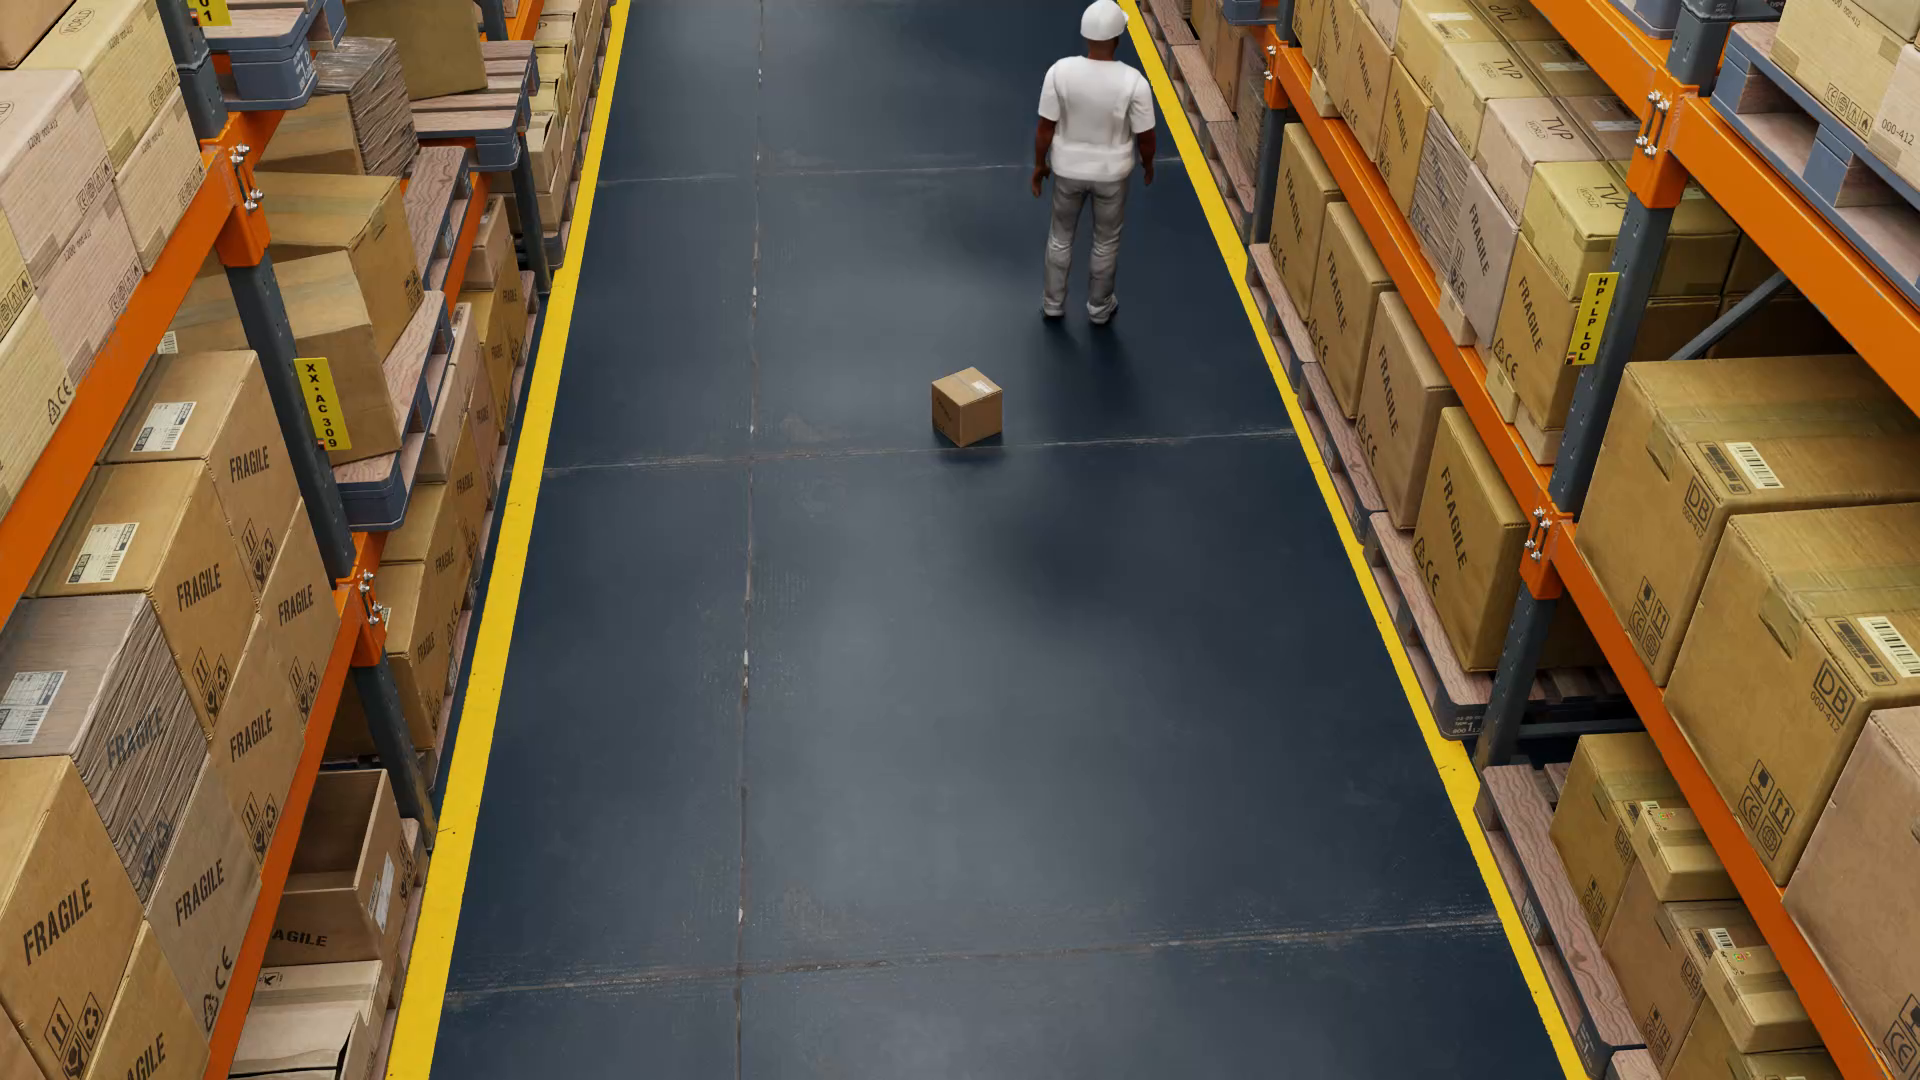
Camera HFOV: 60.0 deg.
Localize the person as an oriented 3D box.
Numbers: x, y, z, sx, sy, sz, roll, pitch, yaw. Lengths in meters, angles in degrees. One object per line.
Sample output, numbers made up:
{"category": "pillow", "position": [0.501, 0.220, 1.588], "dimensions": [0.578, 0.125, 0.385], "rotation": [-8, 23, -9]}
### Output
{"category": "person", "position": [0.683, -1.884, 8.460], "dimensions": [0.614, 1.815, 0.456], "rotation": [9, 40, 11]}
